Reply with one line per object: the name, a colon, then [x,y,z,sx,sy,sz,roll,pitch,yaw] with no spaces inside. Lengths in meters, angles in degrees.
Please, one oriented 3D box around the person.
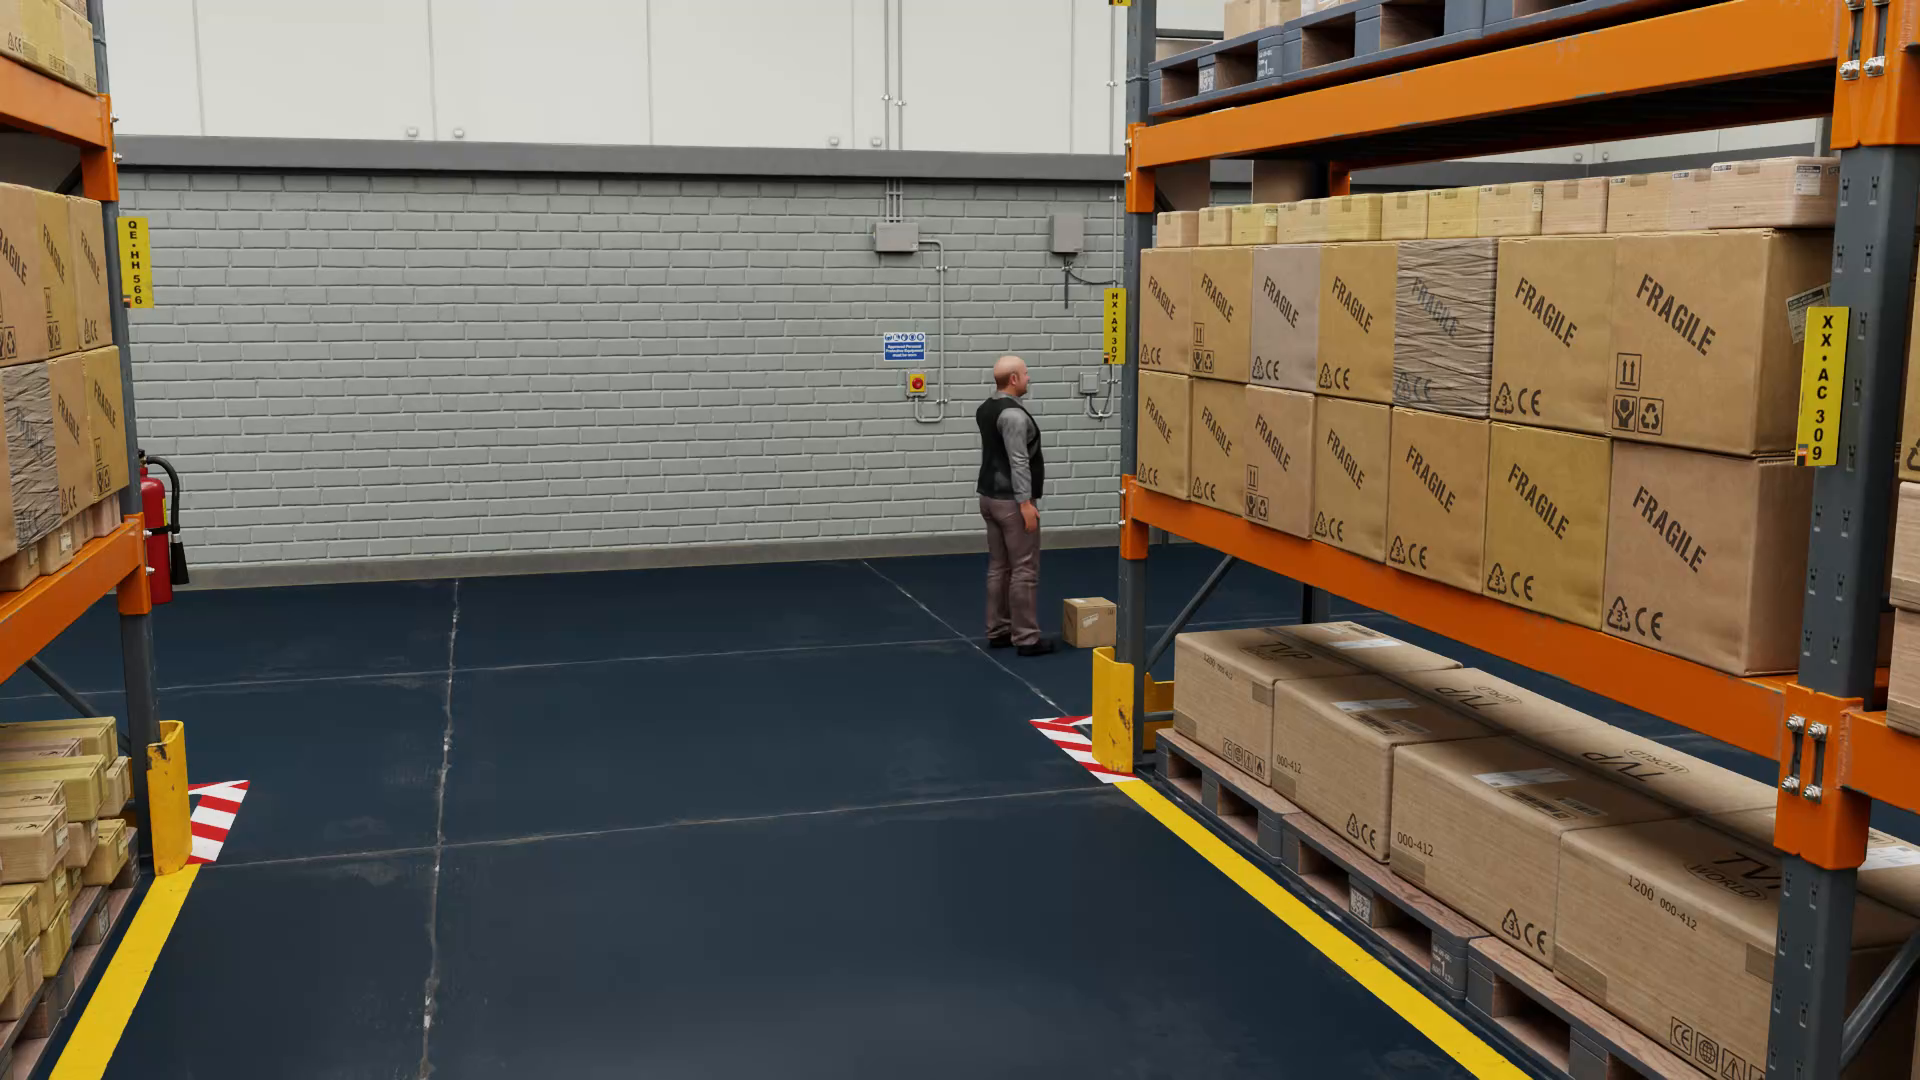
person: [0.319,-0.218,9.755,0.402,1.721,0.572,-4,10,-21]
